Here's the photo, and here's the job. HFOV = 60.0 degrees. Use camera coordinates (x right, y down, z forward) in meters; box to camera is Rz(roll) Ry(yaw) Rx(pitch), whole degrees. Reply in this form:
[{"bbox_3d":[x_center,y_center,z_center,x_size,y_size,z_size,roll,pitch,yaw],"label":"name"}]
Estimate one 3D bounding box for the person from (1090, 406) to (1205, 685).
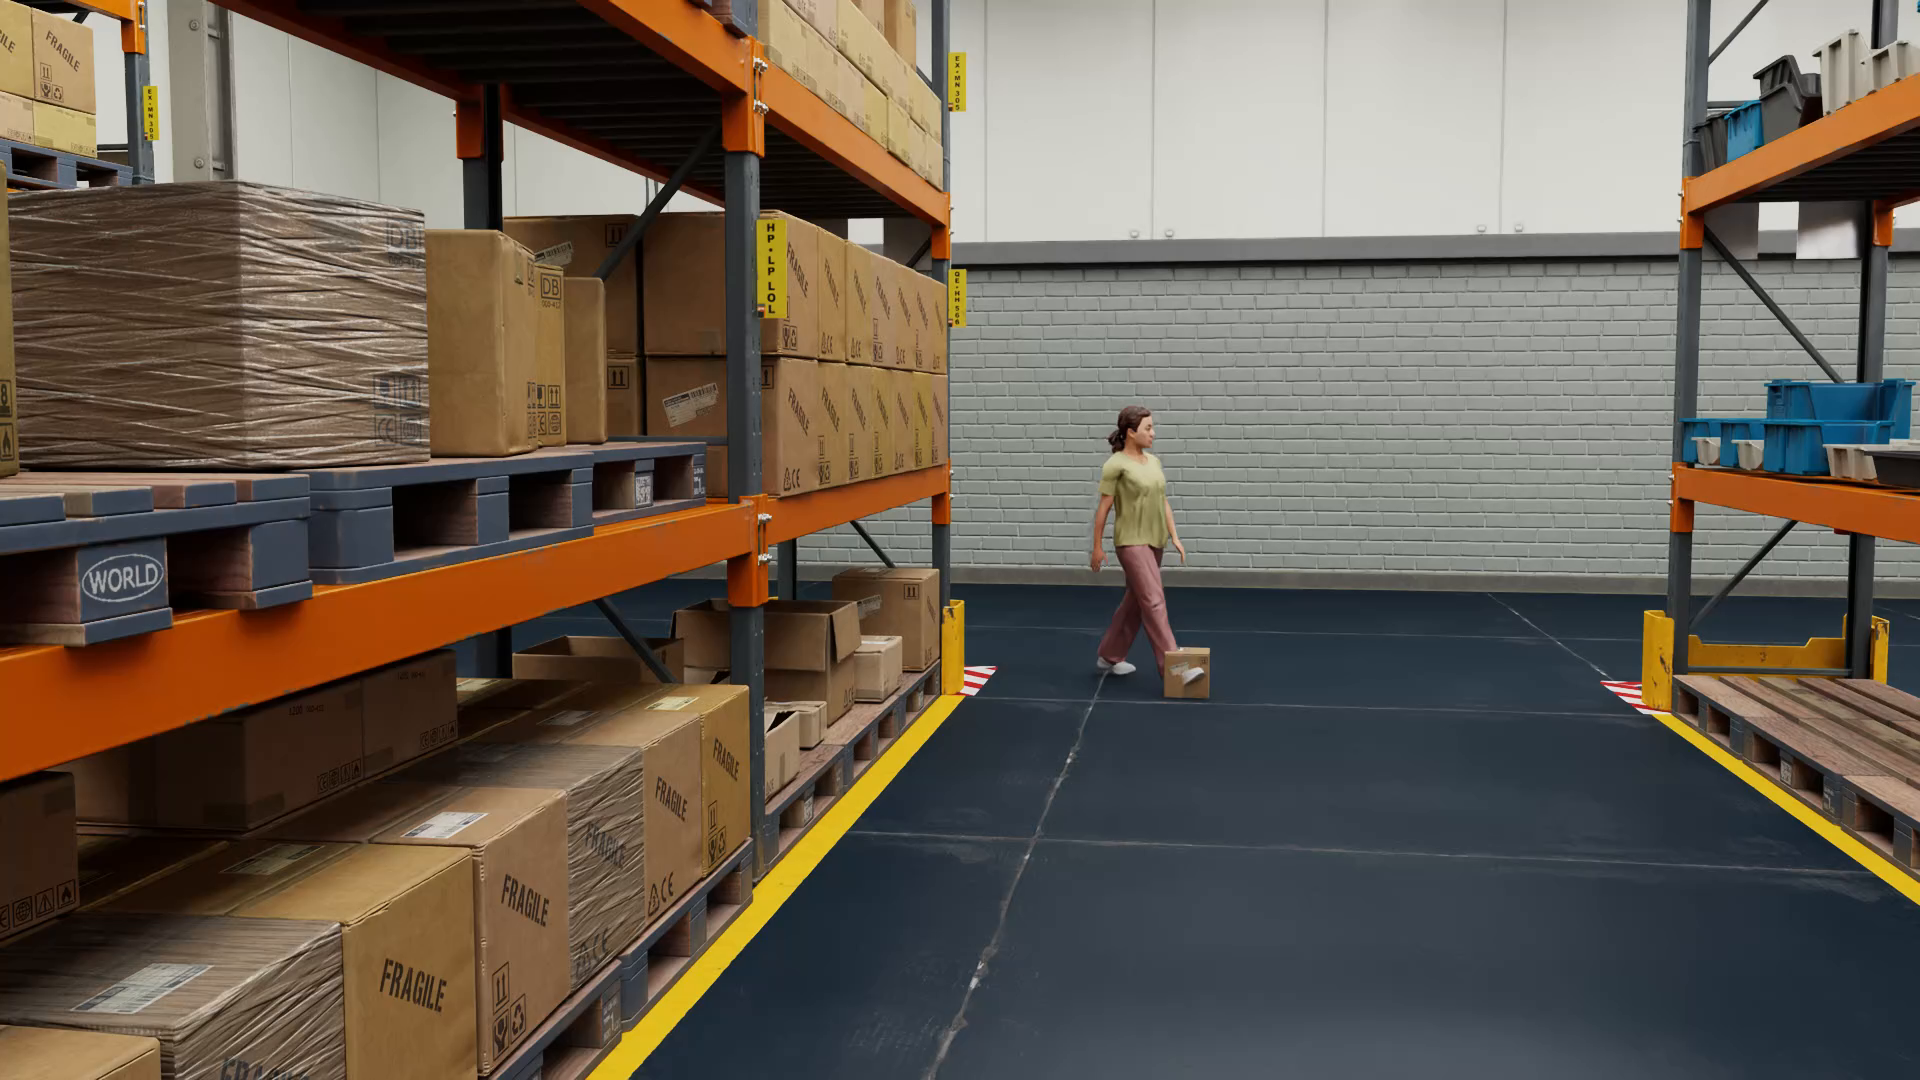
[{"bbox_3d":[1.111,0.029,9.633,0.468,1.611,1.015,-4,6,-42],"label":"person"}]
